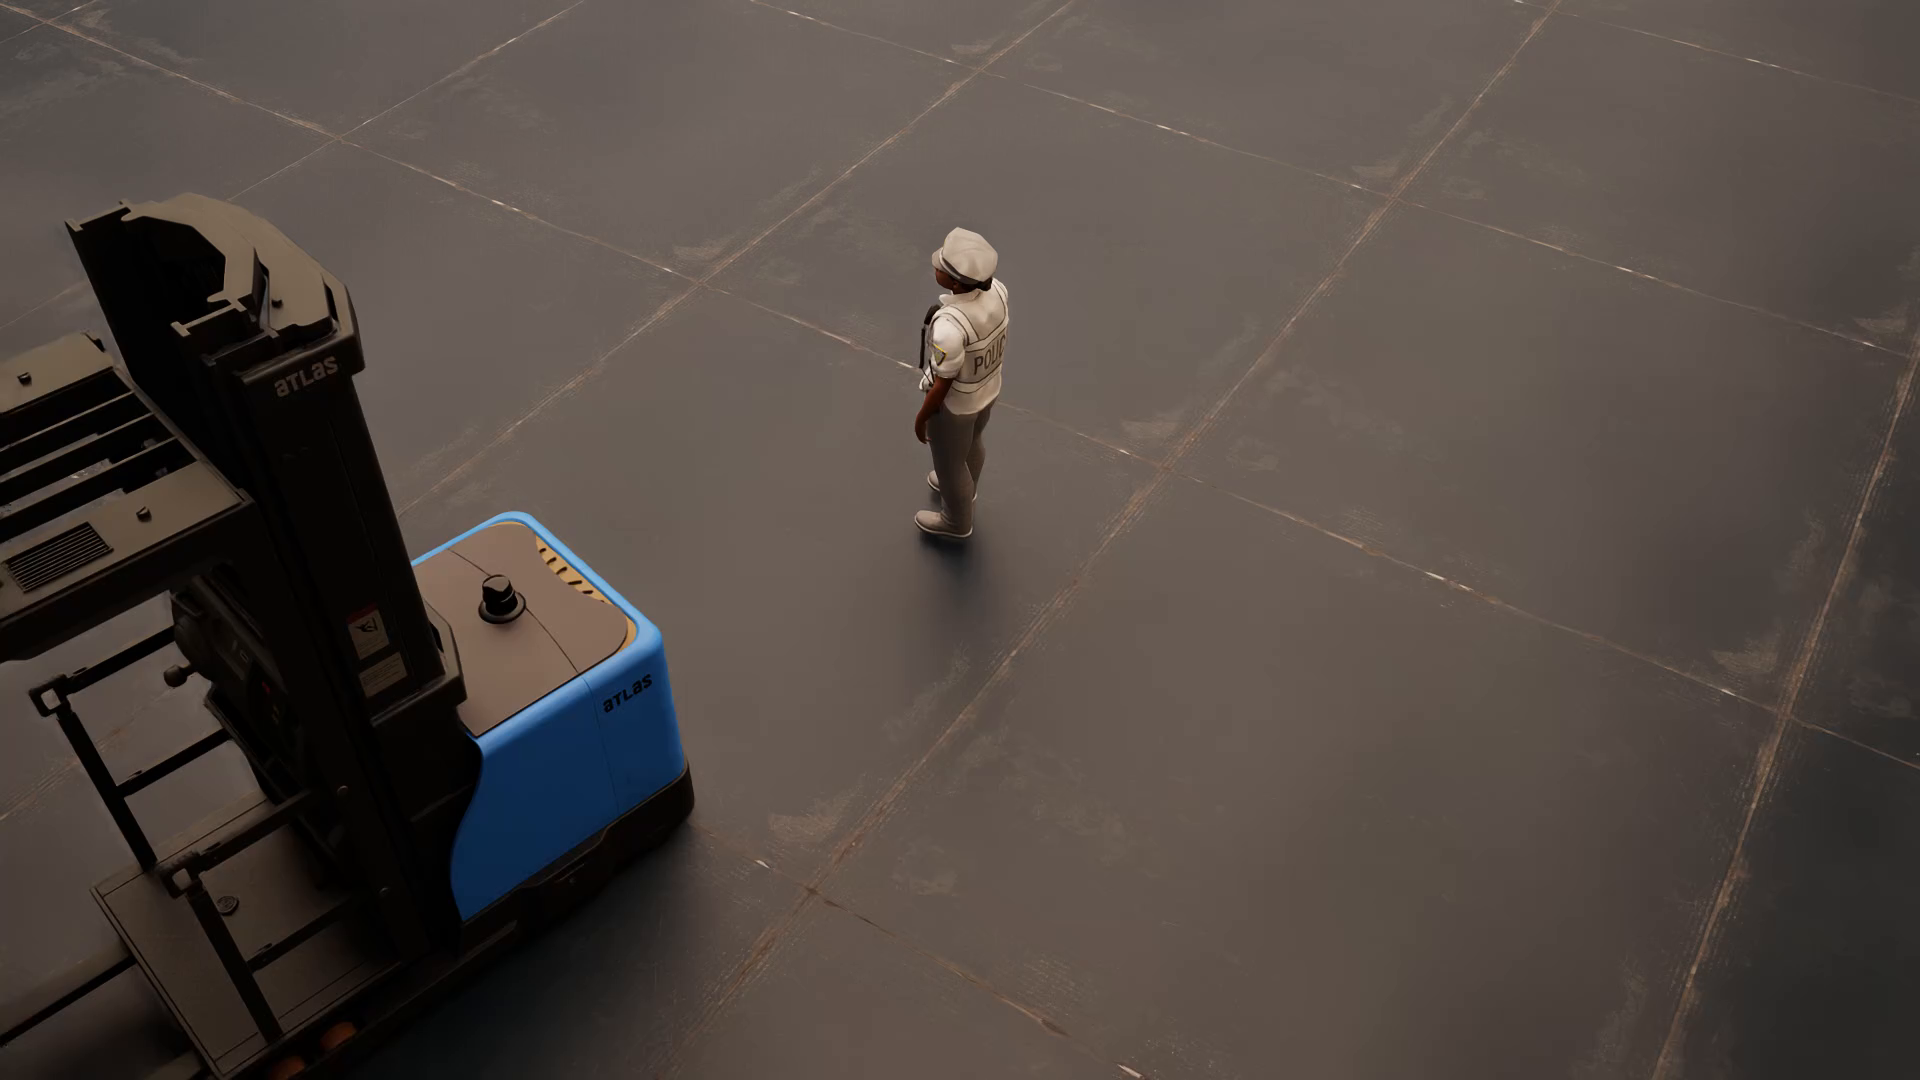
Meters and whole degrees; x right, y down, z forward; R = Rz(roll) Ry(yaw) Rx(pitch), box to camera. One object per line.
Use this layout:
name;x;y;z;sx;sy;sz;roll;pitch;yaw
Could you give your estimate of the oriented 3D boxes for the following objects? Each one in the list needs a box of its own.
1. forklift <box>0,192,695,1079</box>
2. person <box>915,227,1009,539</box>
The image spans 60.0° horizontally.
forklift;-2.492;0.514;5.306;3.031;2.935;1.130;-33;53;-30
person;-0.052;-0.688;7.405;0.529;1.695;0.570;24;48;23
